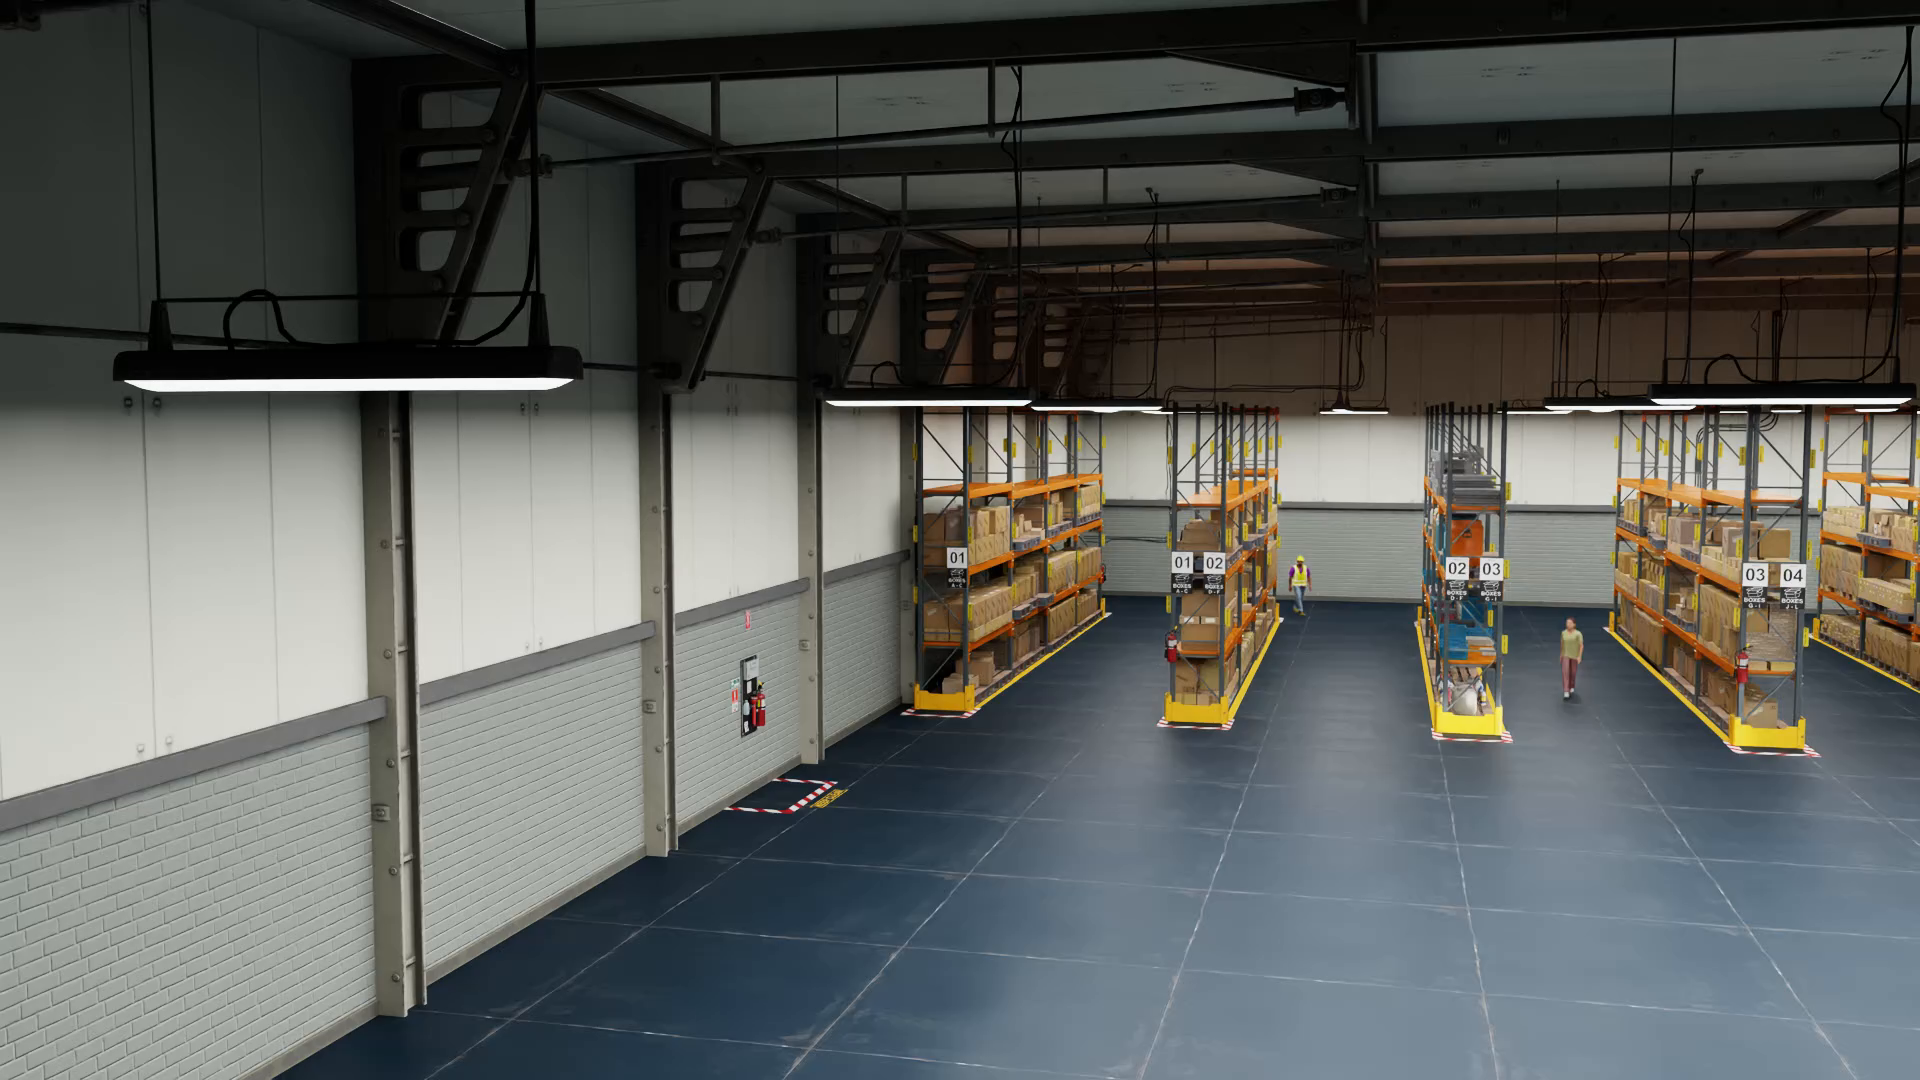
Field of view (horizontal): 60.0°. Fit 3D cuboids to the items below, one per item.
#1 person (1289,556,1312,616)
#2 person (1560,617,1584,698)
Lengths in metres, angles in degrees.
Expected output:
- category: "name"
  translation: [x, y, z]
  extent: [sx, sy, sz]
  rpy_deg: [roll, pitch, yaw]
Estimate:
- category: "person"
  translation: [9.808, 1.312, 47.911]
  extent: [0.565, 1.701, 1.121]
  rpy_deg: [-1, 4, -14]
- category: "person"
  translation: [12.514, 2.389, 34.011]
  extent: [0.436, 1.604, 1.064]
  rpy_deg: [1, 4, 17]
